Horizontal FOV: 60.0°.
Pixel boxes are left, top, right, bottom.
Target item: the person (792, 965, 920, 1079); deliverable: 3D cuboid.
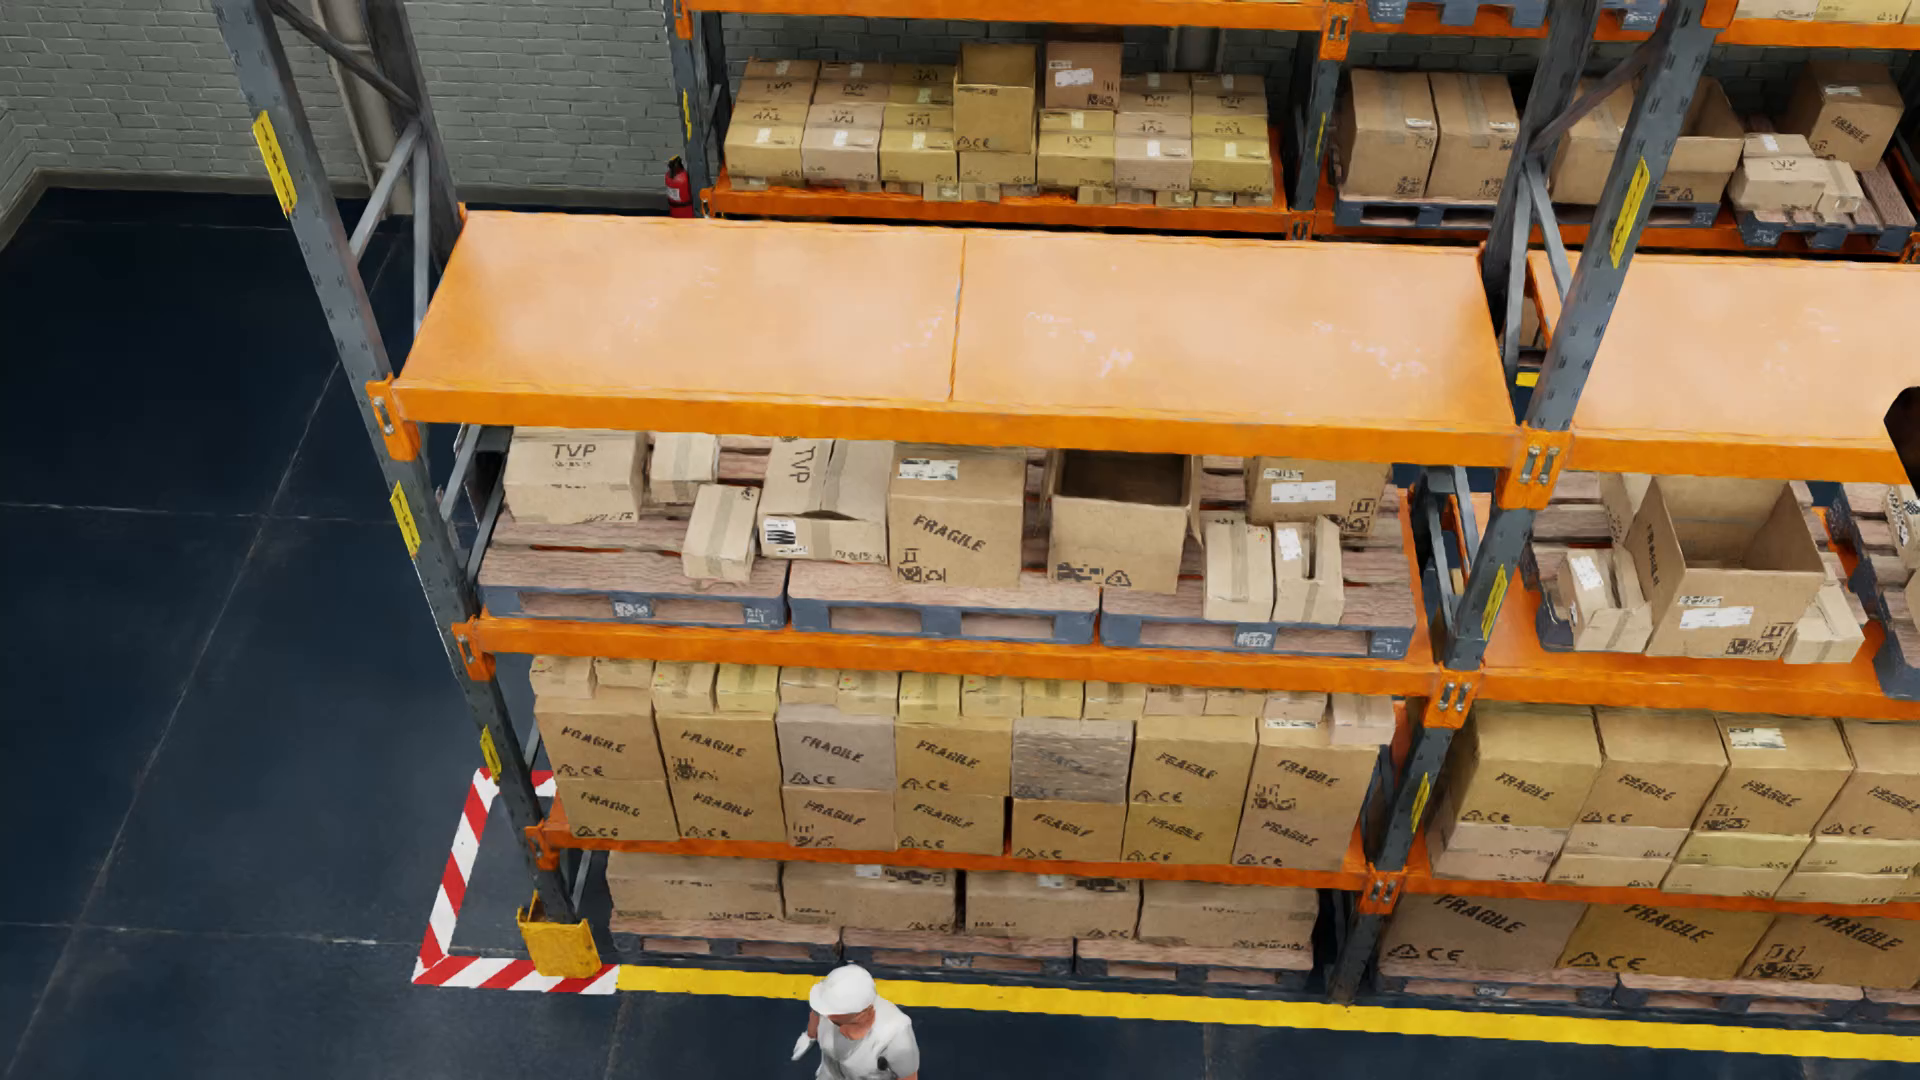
[{"bbox_3d":[-0.477,2.380,7.364,0.655,1.785,0.577,23,52,20],"label":"person"}]
